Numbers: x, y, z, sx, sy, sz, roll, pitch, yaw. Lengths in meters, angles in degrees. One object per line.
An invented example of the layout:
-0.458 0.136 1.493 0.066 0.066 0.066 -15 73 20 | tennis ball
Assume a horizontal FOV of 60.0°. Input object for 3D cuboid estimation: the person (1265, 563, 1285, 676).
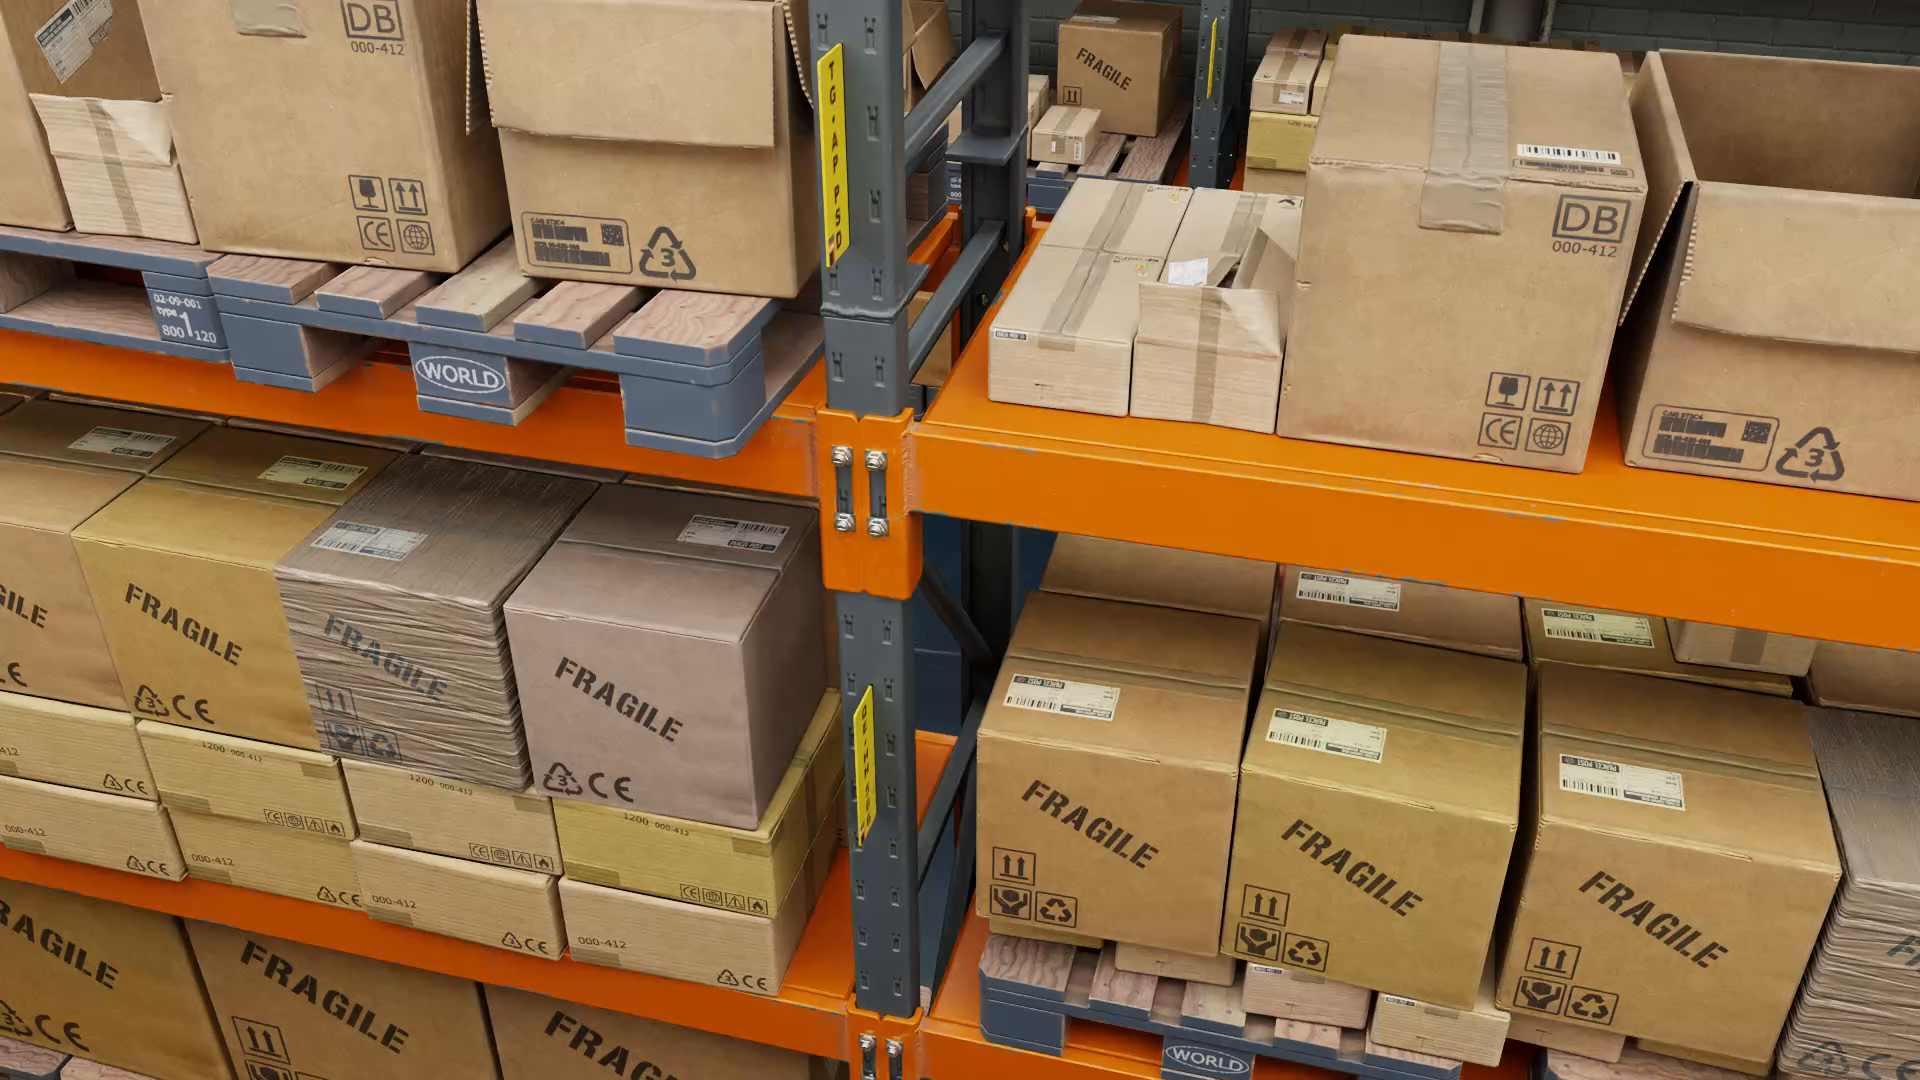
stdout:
1.137 0.239 5.739 0.554 1.792 0.506 13 35 19 | person
